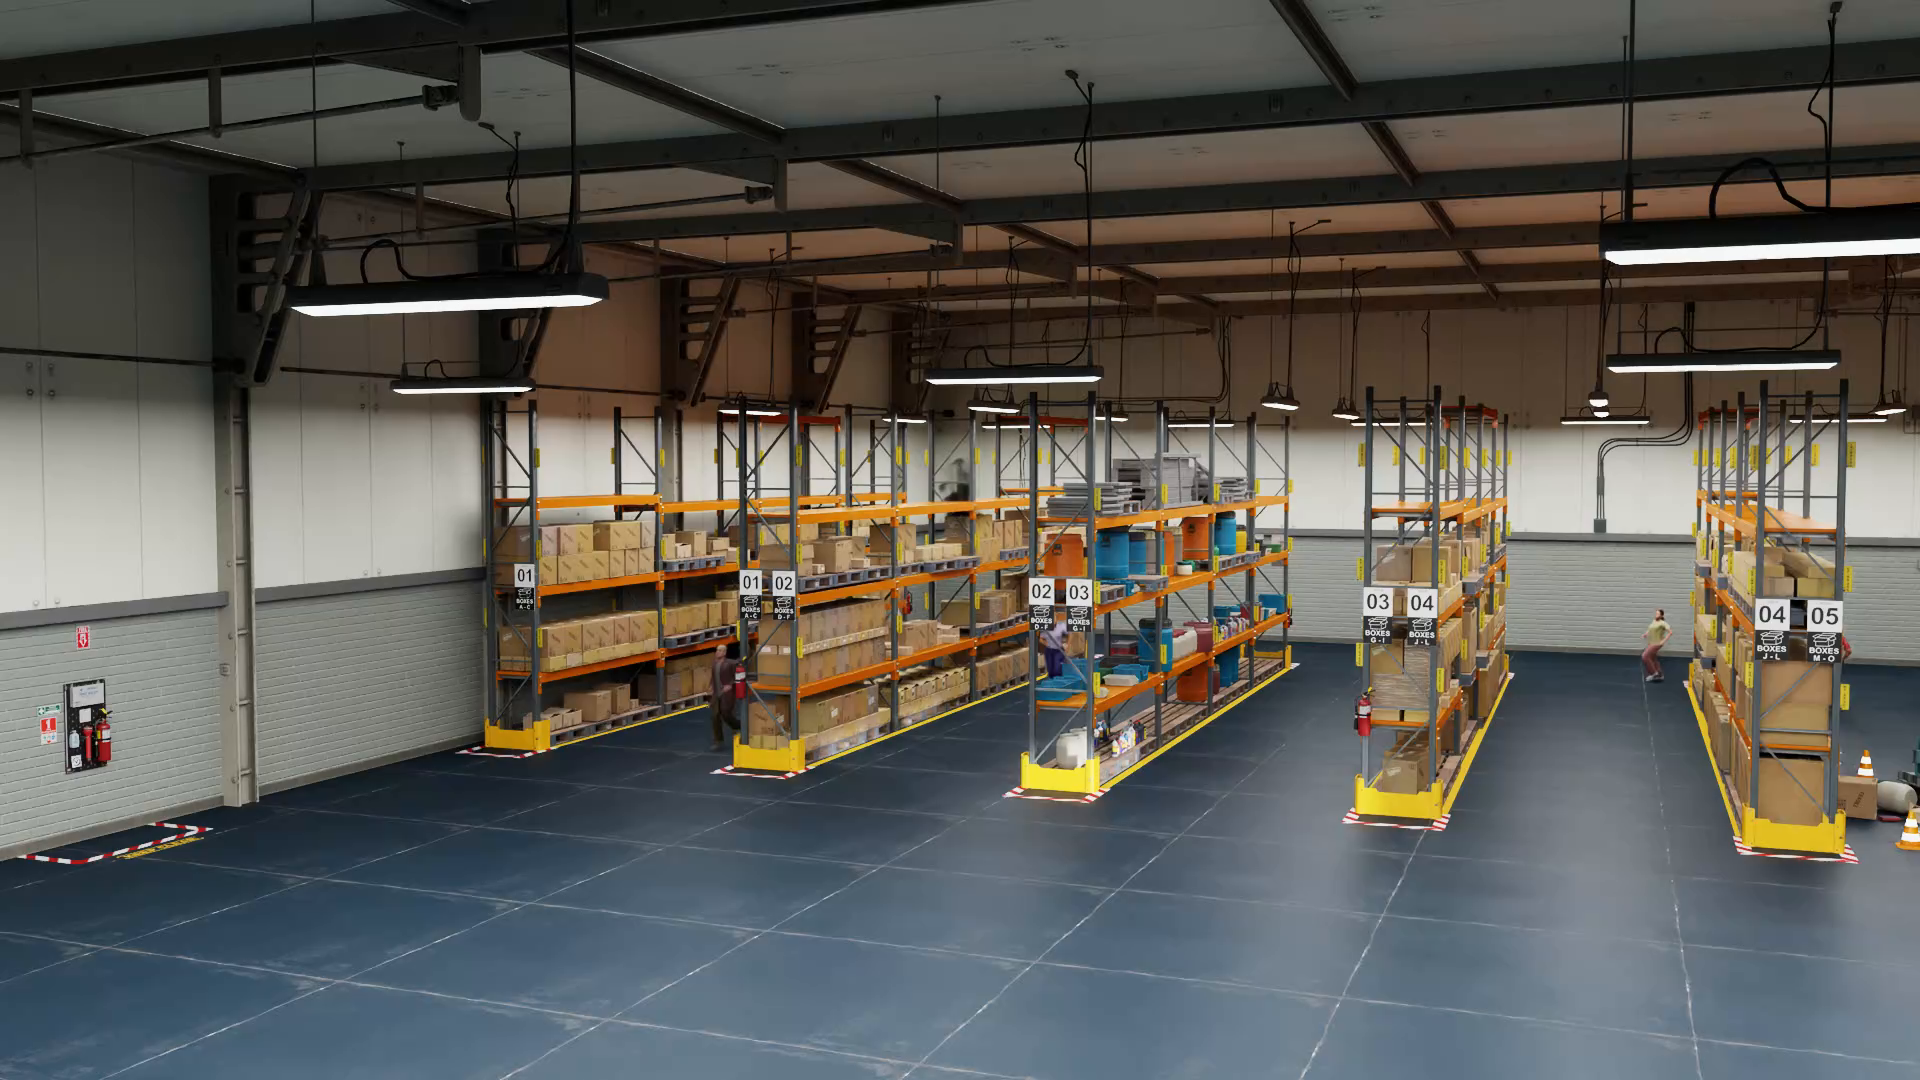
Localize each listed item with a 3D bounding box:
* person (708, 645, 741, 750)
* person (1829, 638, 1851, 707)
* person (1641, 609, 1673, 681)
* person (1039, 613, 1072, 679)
[{"bbox_3d":[-4.053,2.748,28.799,0.733,1.724,0.796,2,3,29],"label":"person"},{"bbox_3d":[17.419,2.514,33.276,0.675,1.687,0.821,1,3,15],"label":"person"},{"bbox_3d":[15.543,2.353,37.200,0.614,1.645,0.646,0,3,-7],"label":"person"},{"bbox_3d":[1.858,2.318,32.753,0.613,1.773,0.692,1,3,18],"label":"person"}]
